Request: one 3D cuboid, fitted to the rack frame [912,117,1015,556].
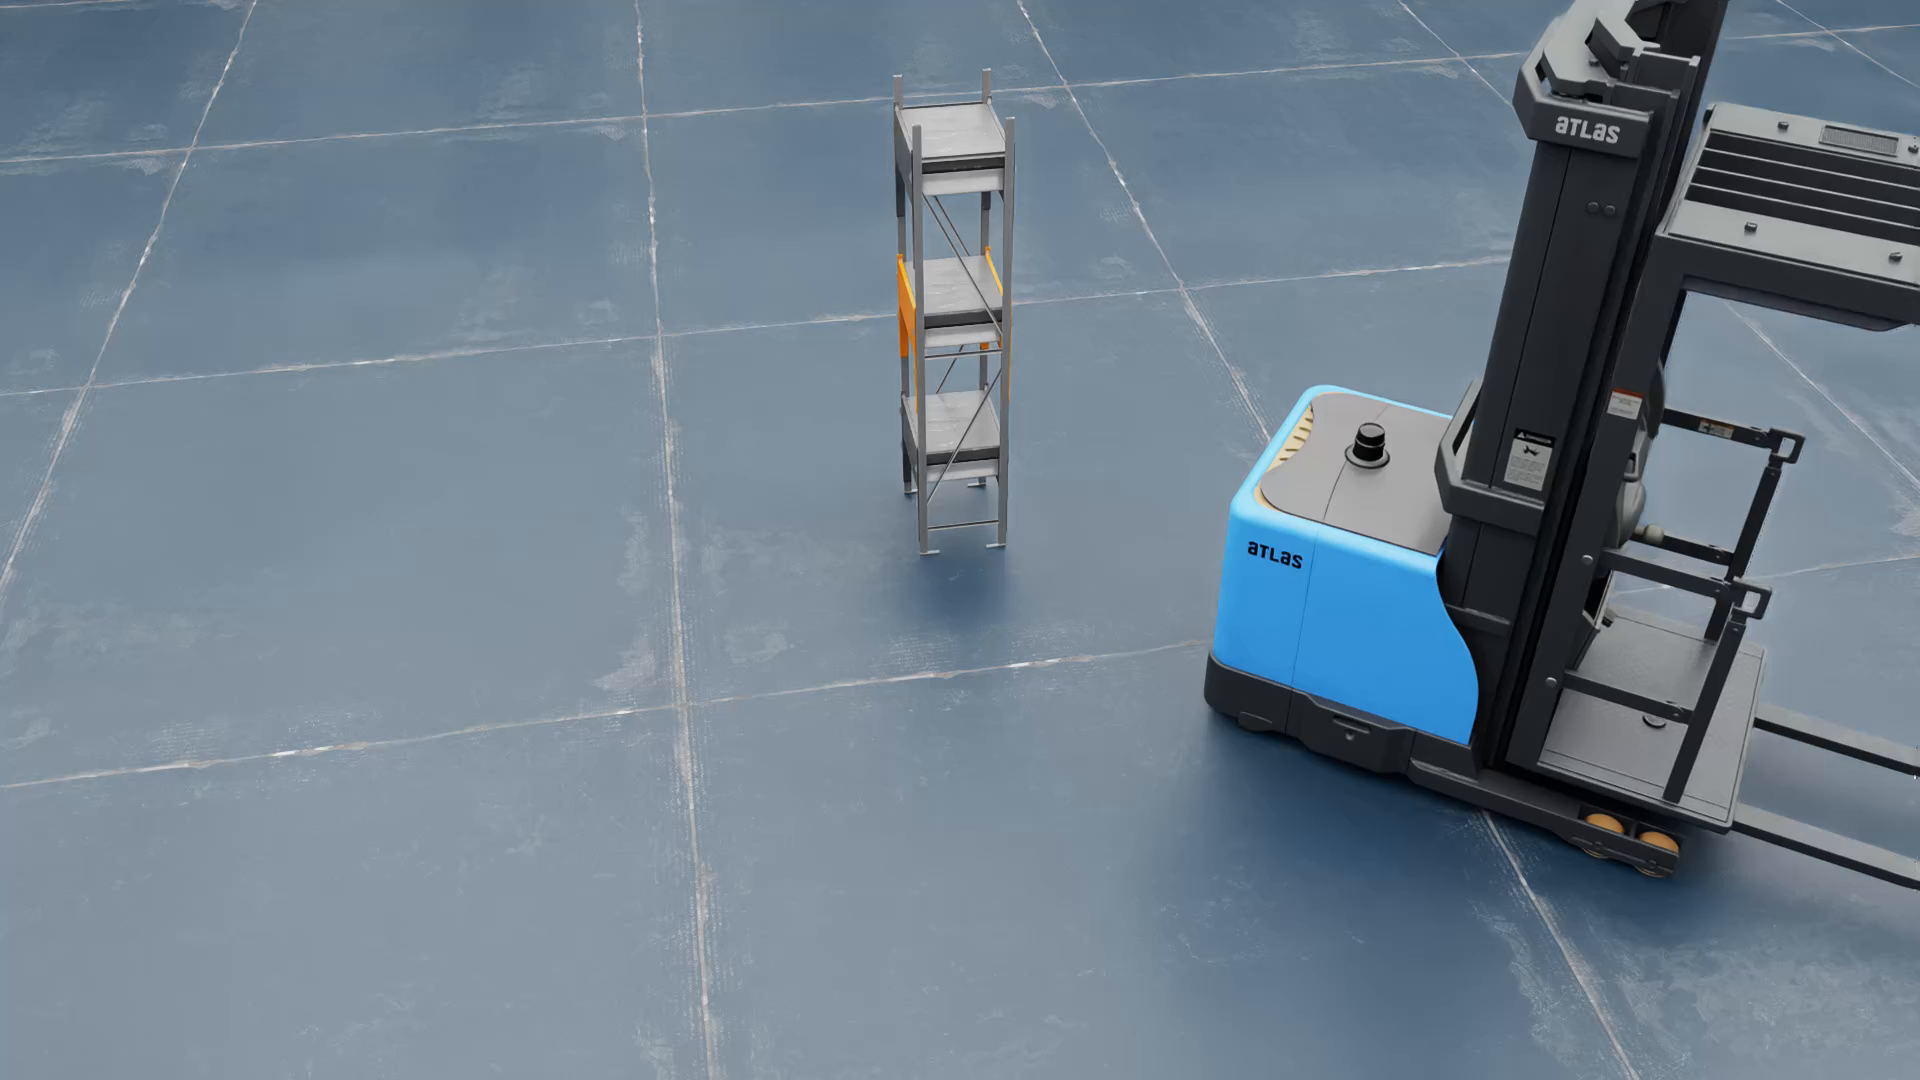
[{"bbox_3d":[0.014,-0.782,7.045,0.400,2.100,0.015,-6,38,-8],"label":"rack frame"}]

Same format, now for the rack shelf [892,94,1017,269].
[{"bbox_3d":[-0.029,-1.471,6.813,0.431,0.518,0.480,-6,38,-8],"label":"rack shelf"}]

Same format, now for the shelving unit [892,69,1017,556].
[{"bbox_3d":[-0.029,-0.929,7.235,0.431,2.100,0.503,-6,38,-8],"label":"shelving unit"}]

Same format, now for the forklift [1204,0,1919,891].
[{"bbox_3d":[2.546,-0.288,5.732,3.031,2.935,1.130,18,41,21],"label":"forklift"}]

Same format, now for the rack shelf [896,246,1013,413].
[{"bbox_3d":[-0.029,-0.918,7.243,0.431,0.518,0.480,-6,38,-8],"label":"rack shelf"}]

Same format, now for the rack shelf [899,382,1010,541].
[{"bbox_3d":[-0.029,-0.366,7.672,0.431,0.518,0.480,-6,38,-8],"label":"rack shelf"}]

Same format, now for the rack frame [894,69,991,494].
[{"bbox_3d":[-0.072,-1.077,7.424,0.400,2.100,0.015,-6,38,-8],"label":"rack frame"}]
